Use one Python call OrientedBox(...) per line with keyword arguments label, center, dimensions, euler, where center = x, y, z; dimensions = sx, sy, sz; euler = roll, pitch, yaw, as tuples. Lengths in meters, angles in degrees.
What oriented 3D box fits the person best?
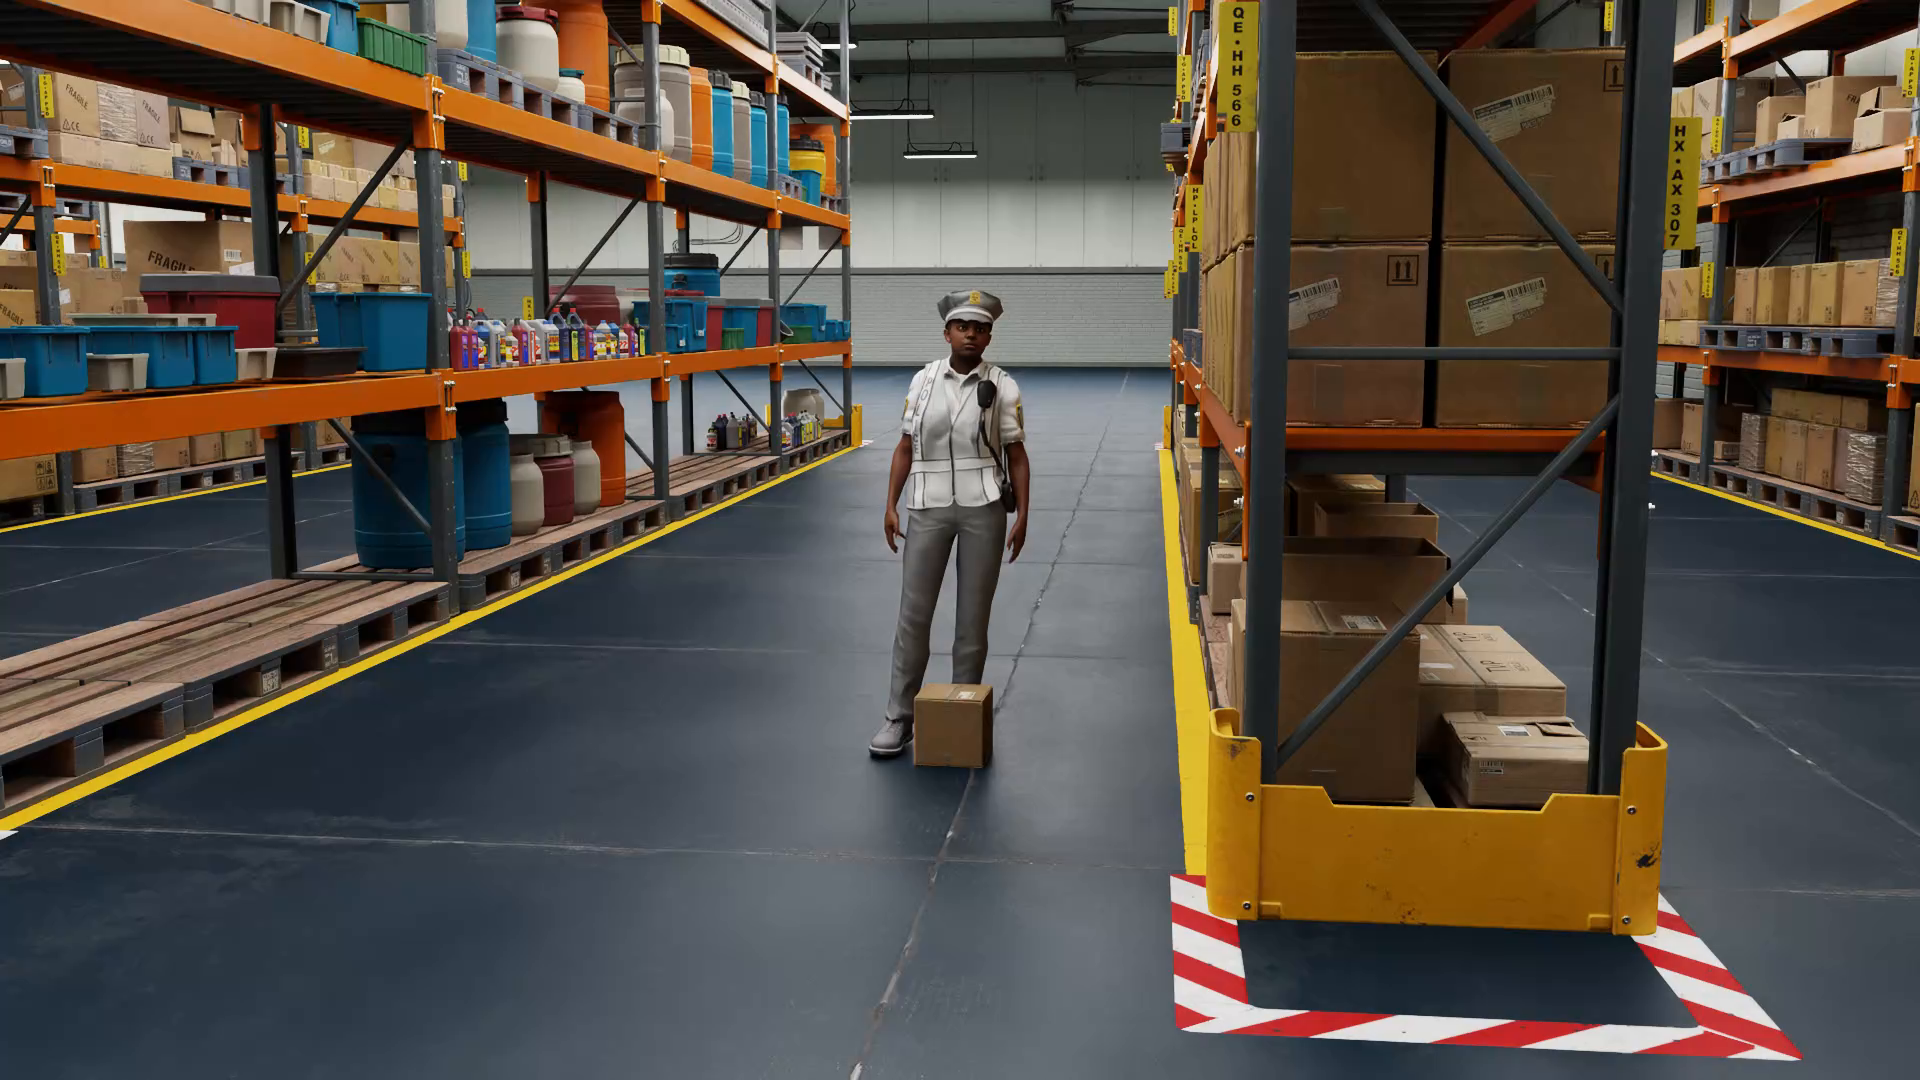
OrientedBox(label="person", center=(-0.031, -0.077, 6.174), dimensions=(0.570, 1.698, 0.527), euler=(1, 8, 6))
